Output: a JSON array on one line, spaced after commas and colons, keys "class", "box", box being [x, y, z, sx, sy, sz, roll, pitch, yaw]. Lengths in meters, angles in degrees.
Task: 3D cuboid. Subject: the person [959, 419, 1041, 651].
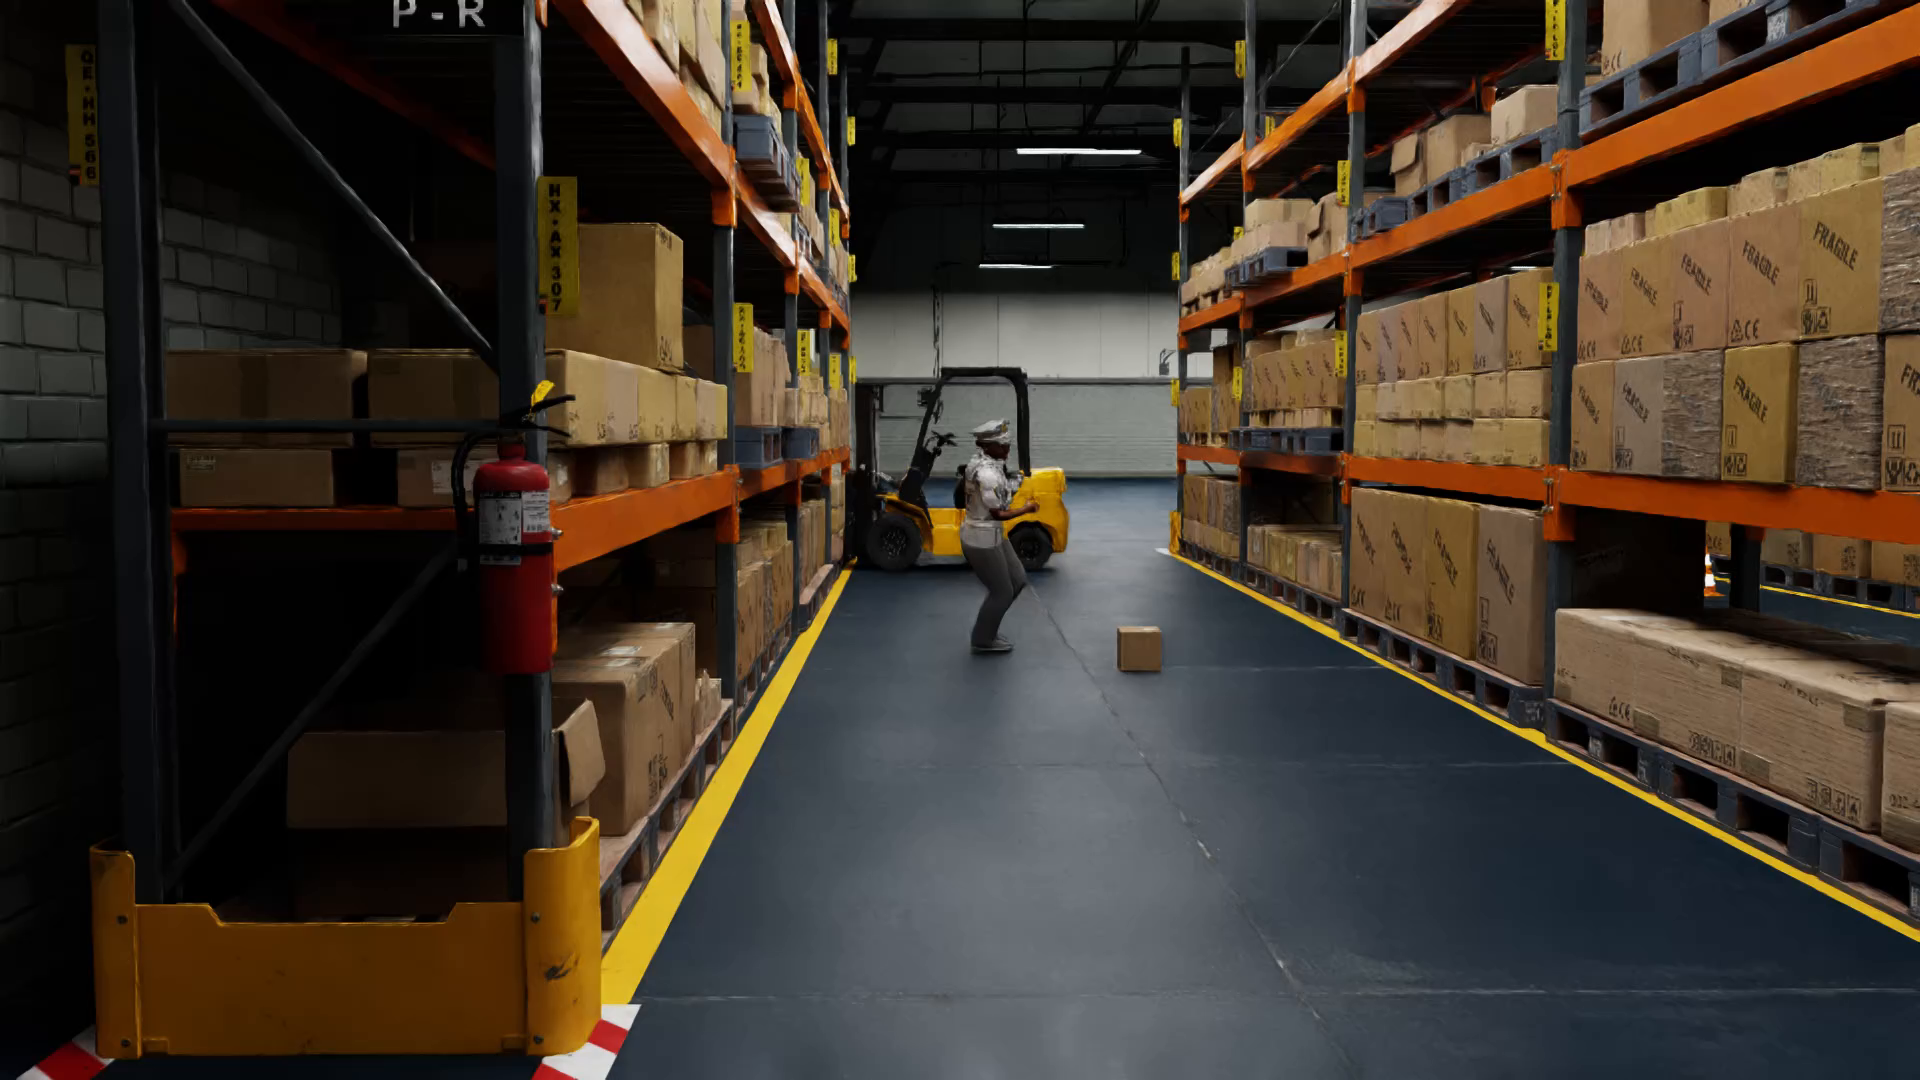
[{"class": "person", "box": [0.264, -0.012, 10.992, 0.544, 1.542, 0.864, 0, 4, 0]}]
